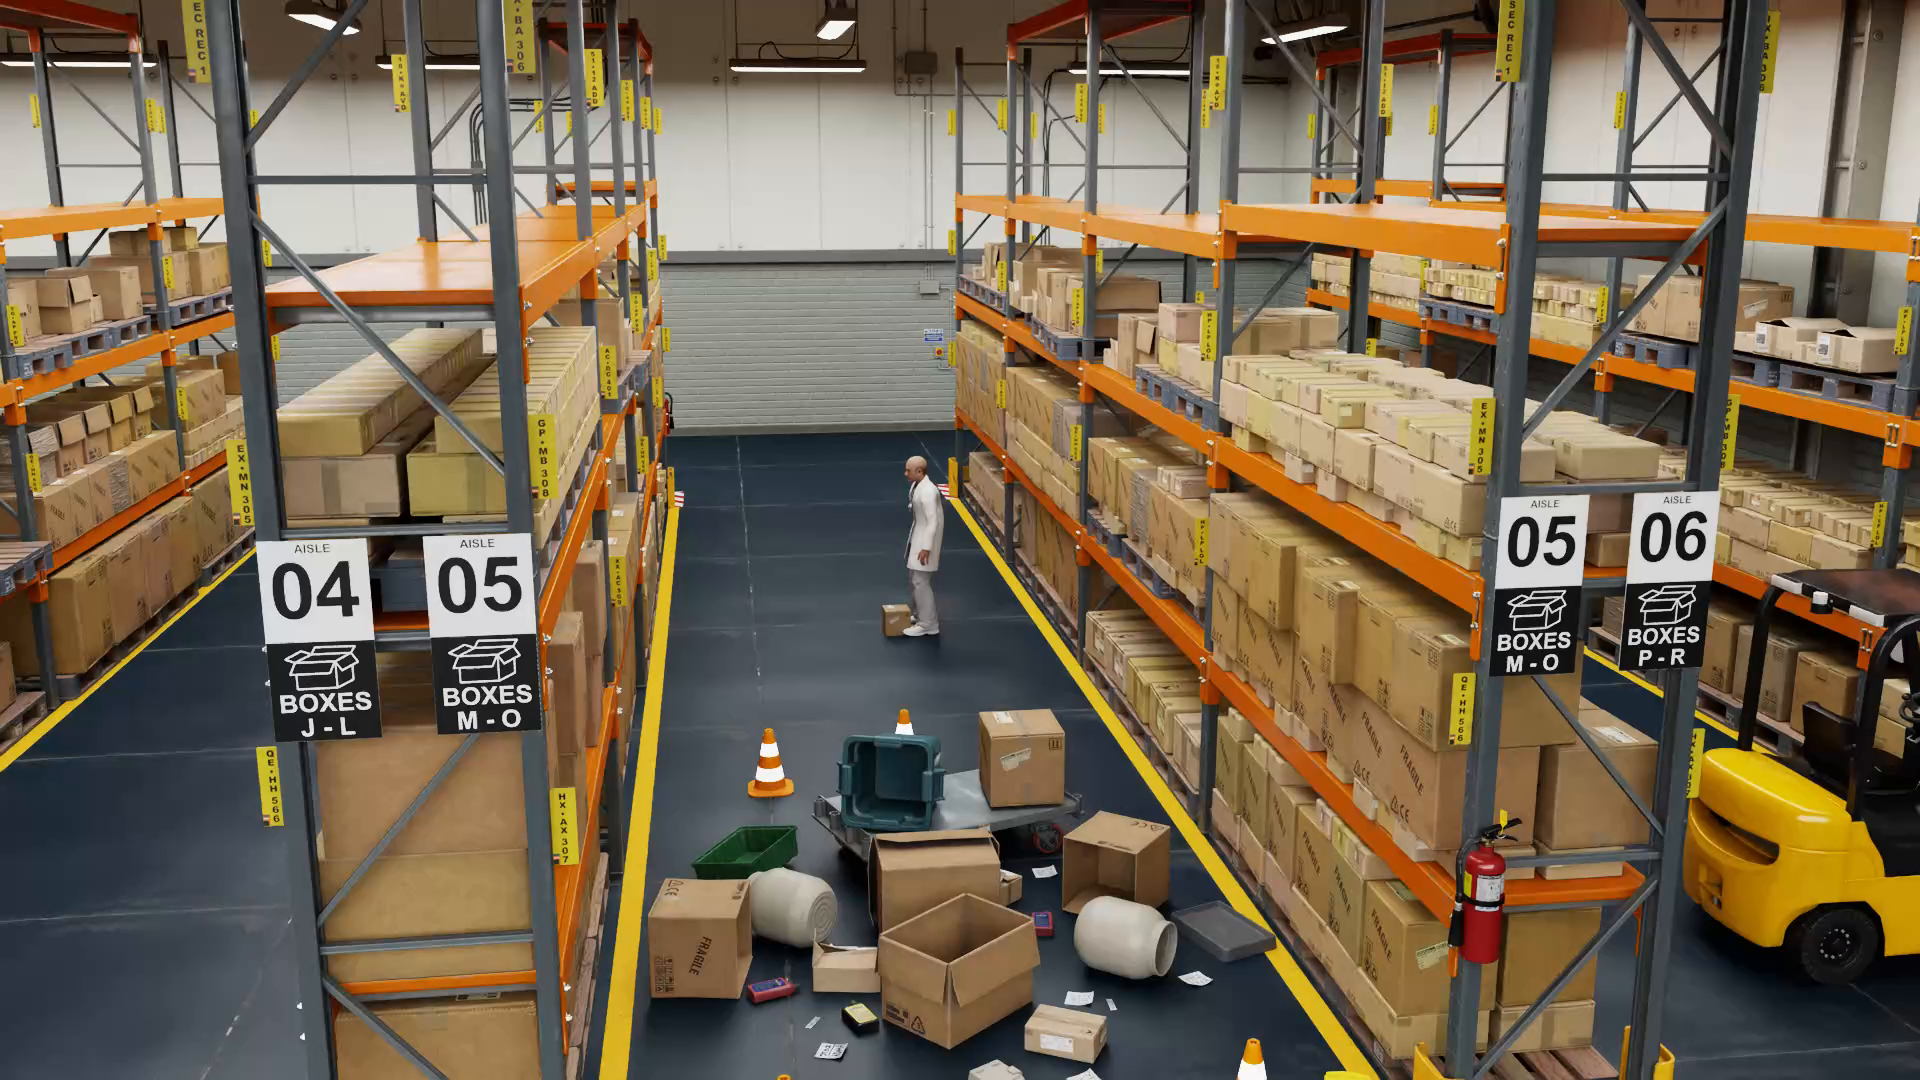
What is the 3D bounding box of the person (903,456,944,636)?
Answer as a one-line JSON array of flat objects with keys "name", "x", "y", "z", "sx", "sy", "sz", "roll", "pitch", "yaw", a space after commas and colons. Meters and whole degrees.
[{"name": "person", "x": -0.378, "y": 0.045, "z": 16.322, "sx": 0.429, "sy": 1.773, "sz": 0.649, "roll": -3, "pitch": 13, "yaw": -12}]
